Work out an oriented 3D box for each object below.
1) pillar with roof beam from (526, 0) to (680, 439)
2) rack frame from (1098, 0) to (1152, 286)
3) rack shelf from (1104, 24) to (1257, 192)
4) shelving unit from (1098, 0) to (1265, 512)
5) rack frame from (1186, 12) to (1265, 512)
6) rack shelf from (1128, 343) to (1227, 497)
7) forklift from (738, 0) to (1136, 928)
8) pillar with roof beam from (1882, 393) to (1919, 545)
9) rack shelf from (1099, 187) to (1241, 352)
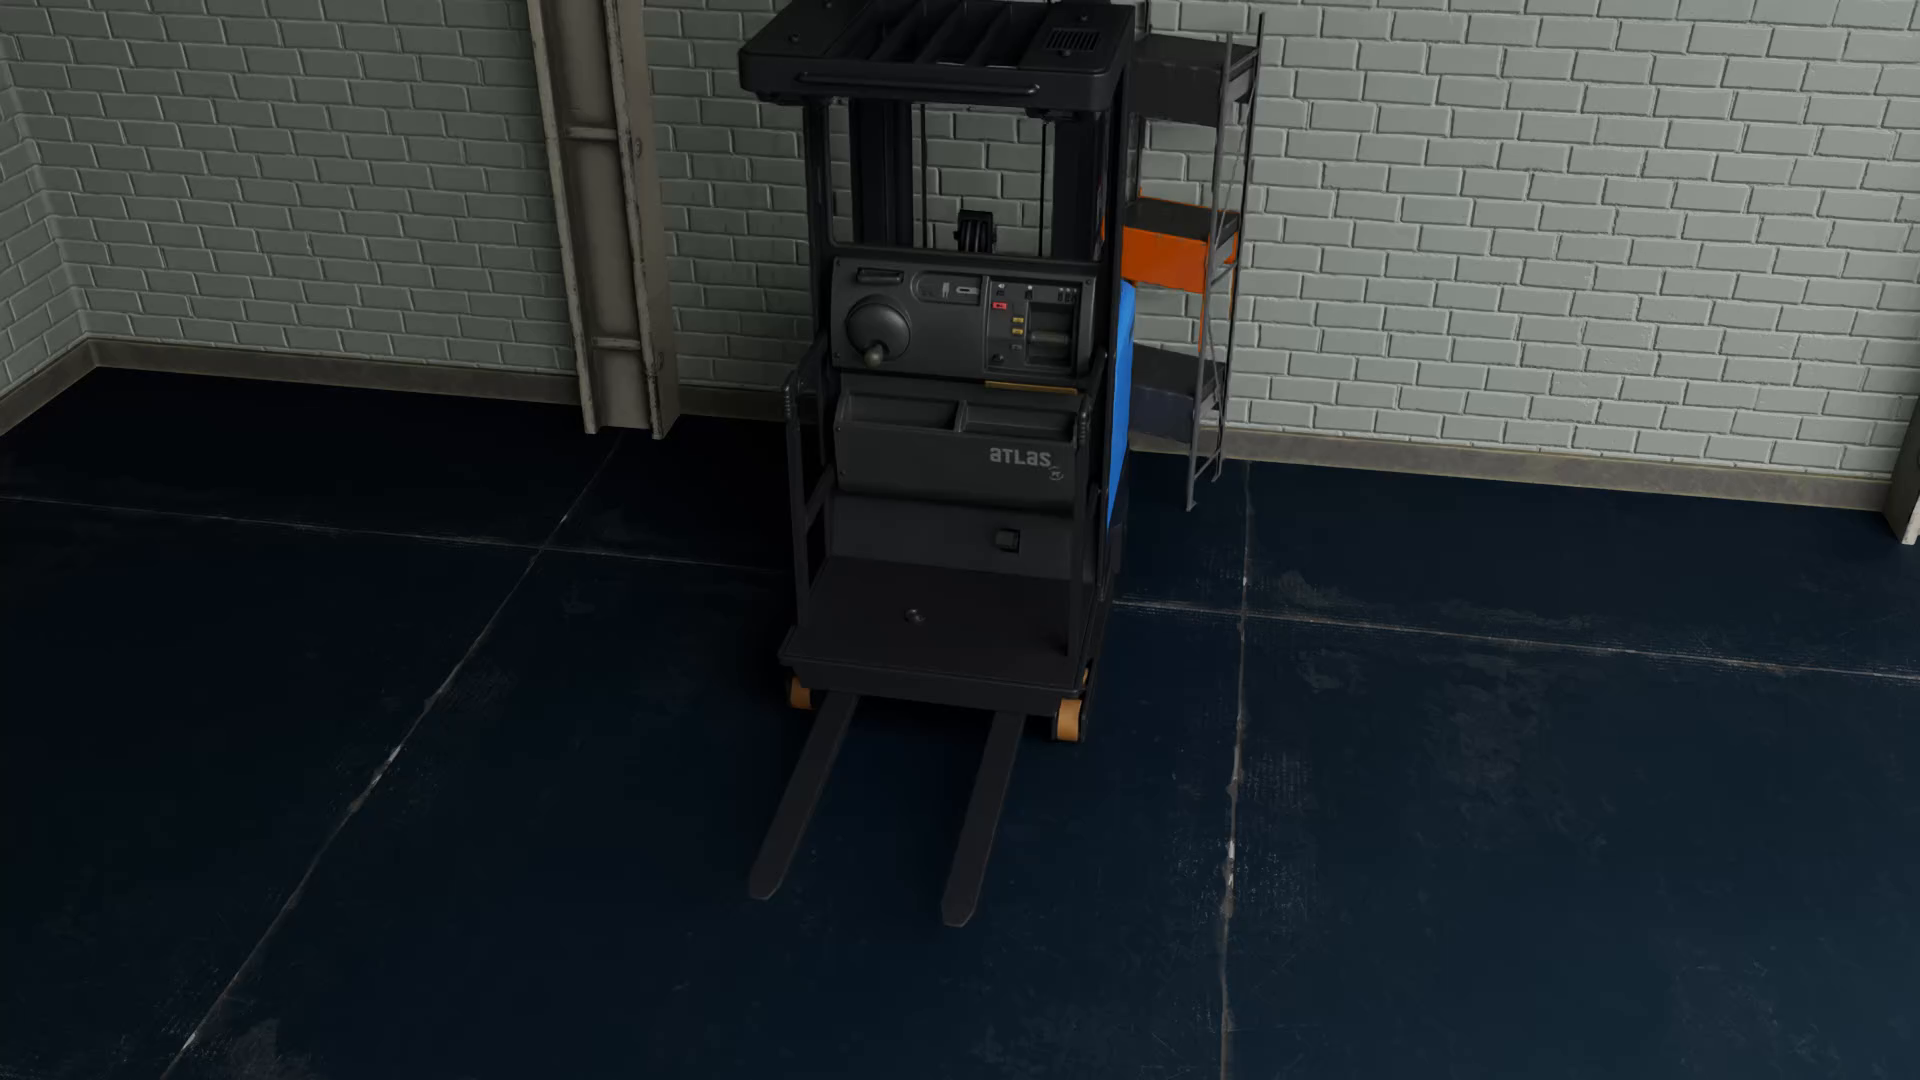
[{"bbox_3d":[-2.329,-2.146,2.197,0.400,9.000,9.100,5,32,8],"label":"pillar with roof beam"},{"bbox_3d":[0.684,-1.237,7.223,0.015,2.100,0.400,16,34,24],"label":"rack frame"},{"bbox_3d":[0.901,-1.765,6.770,0.480,0.518,0.431,16,34,24],"label":"rack shelf"},{"bbox_3d":[0.898,-1.176,7.124,0.503,2.100,0.431,16,34,24],"label":"shelving unit"},{"bbox_3d":[1.113,-1.116,7.024,0.015,2.100,0.400,16,34,24],"label":"rack frame"},{"bbox_3d":[0.896,-0.564,7.491,0.480,0.518,0.431,16,34,24],"label":"rack shelf"},{"bbox_3d":[-0.033,-0.717,5.633,1.130,2.935,3.031,6,33,9],"label":"forklift"},{"bbox_3d":[3.585,-1.611,1.342,0.400,9.000,9.100,5,32,8],"label":"pillar with roof beam"},{"bbox_3d":[0.898,-1.164,7.131,0.480,0.518,0.431,16,34,24],"label":"rack shelf"}]
